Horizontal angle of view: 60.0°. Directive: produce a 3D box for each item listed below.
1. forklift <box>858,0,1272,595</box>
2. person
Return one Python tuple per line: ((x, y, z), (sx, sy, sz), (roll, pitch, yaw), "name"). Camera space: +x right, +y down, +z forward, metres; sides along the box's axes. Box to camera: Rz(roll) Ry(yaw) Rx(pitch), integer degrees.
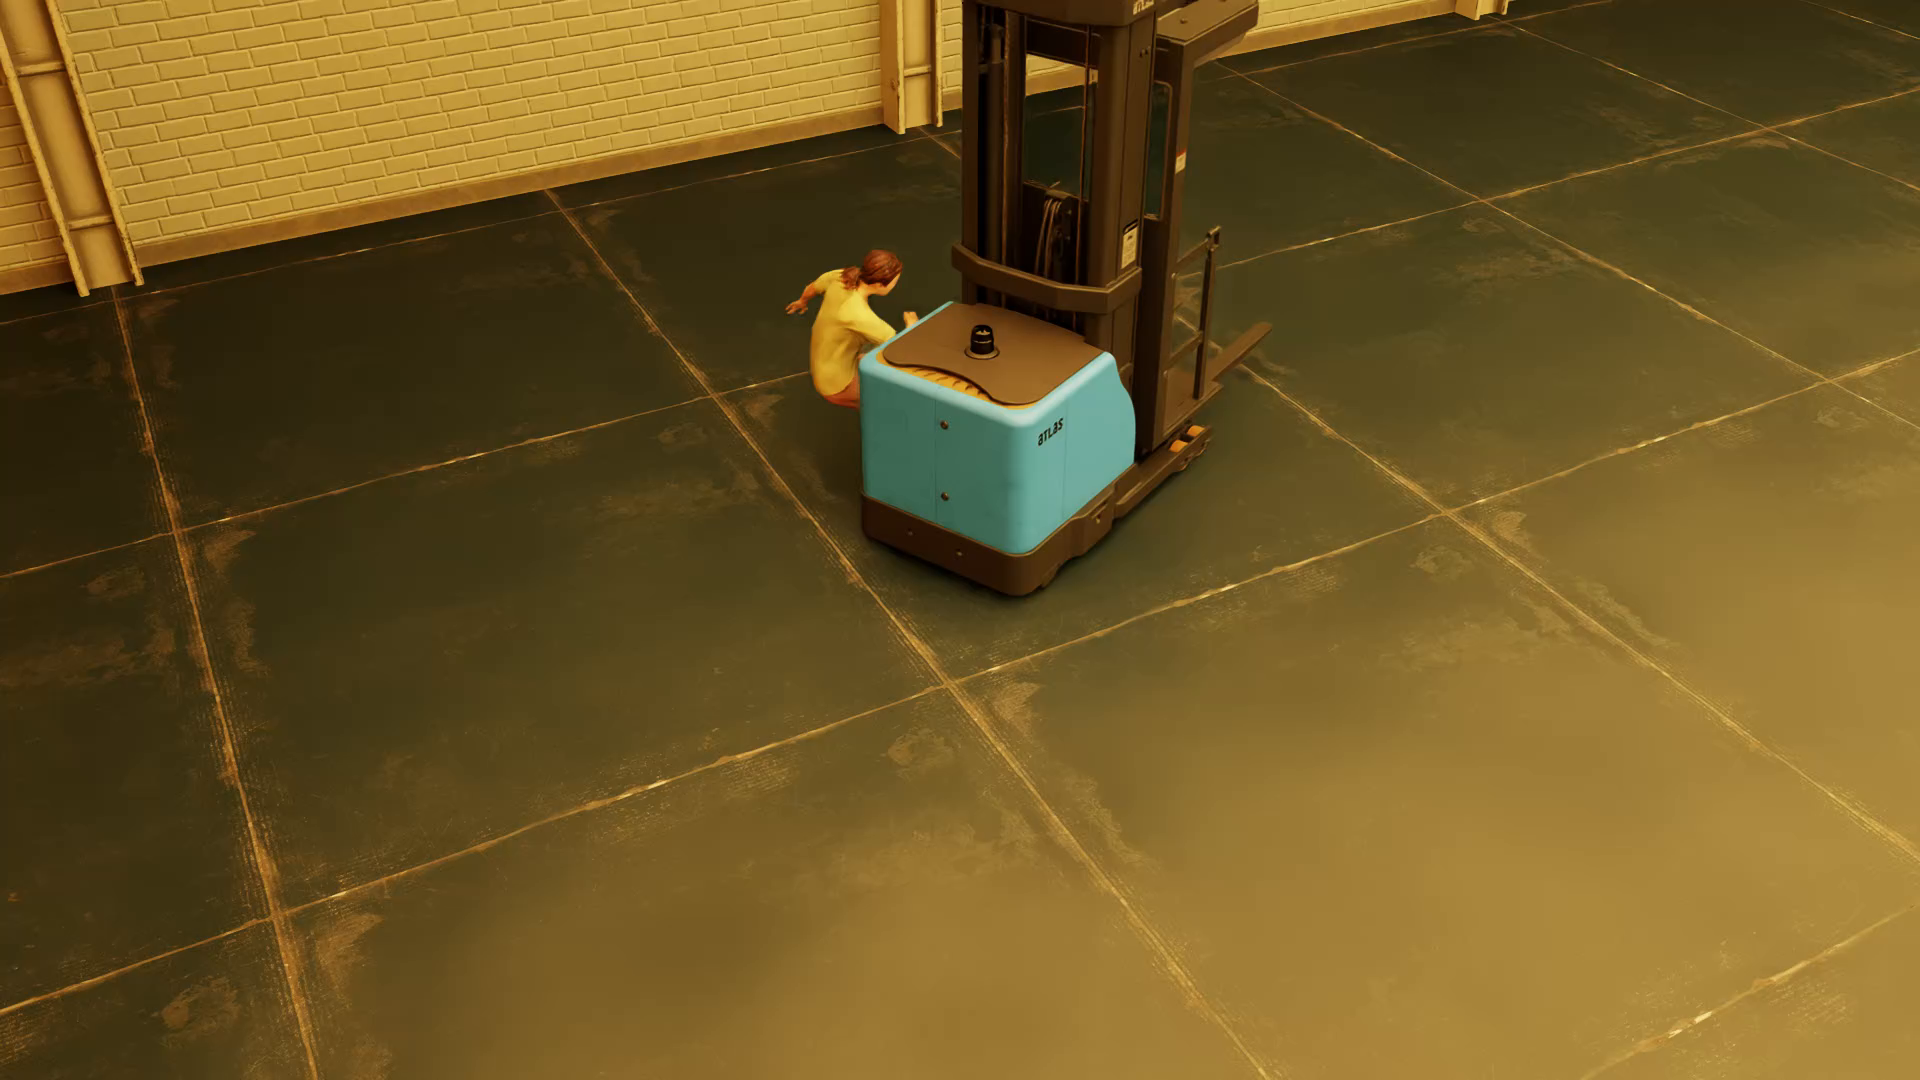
((0.754, -1.728, 8.568), (1.130, 2.935, 3.031), (22, 41, 28), "forklift")
((-0.406, -0.973, 8.911), (0.915, 1.399, 0.976), (-7, 36, -10), "person")
